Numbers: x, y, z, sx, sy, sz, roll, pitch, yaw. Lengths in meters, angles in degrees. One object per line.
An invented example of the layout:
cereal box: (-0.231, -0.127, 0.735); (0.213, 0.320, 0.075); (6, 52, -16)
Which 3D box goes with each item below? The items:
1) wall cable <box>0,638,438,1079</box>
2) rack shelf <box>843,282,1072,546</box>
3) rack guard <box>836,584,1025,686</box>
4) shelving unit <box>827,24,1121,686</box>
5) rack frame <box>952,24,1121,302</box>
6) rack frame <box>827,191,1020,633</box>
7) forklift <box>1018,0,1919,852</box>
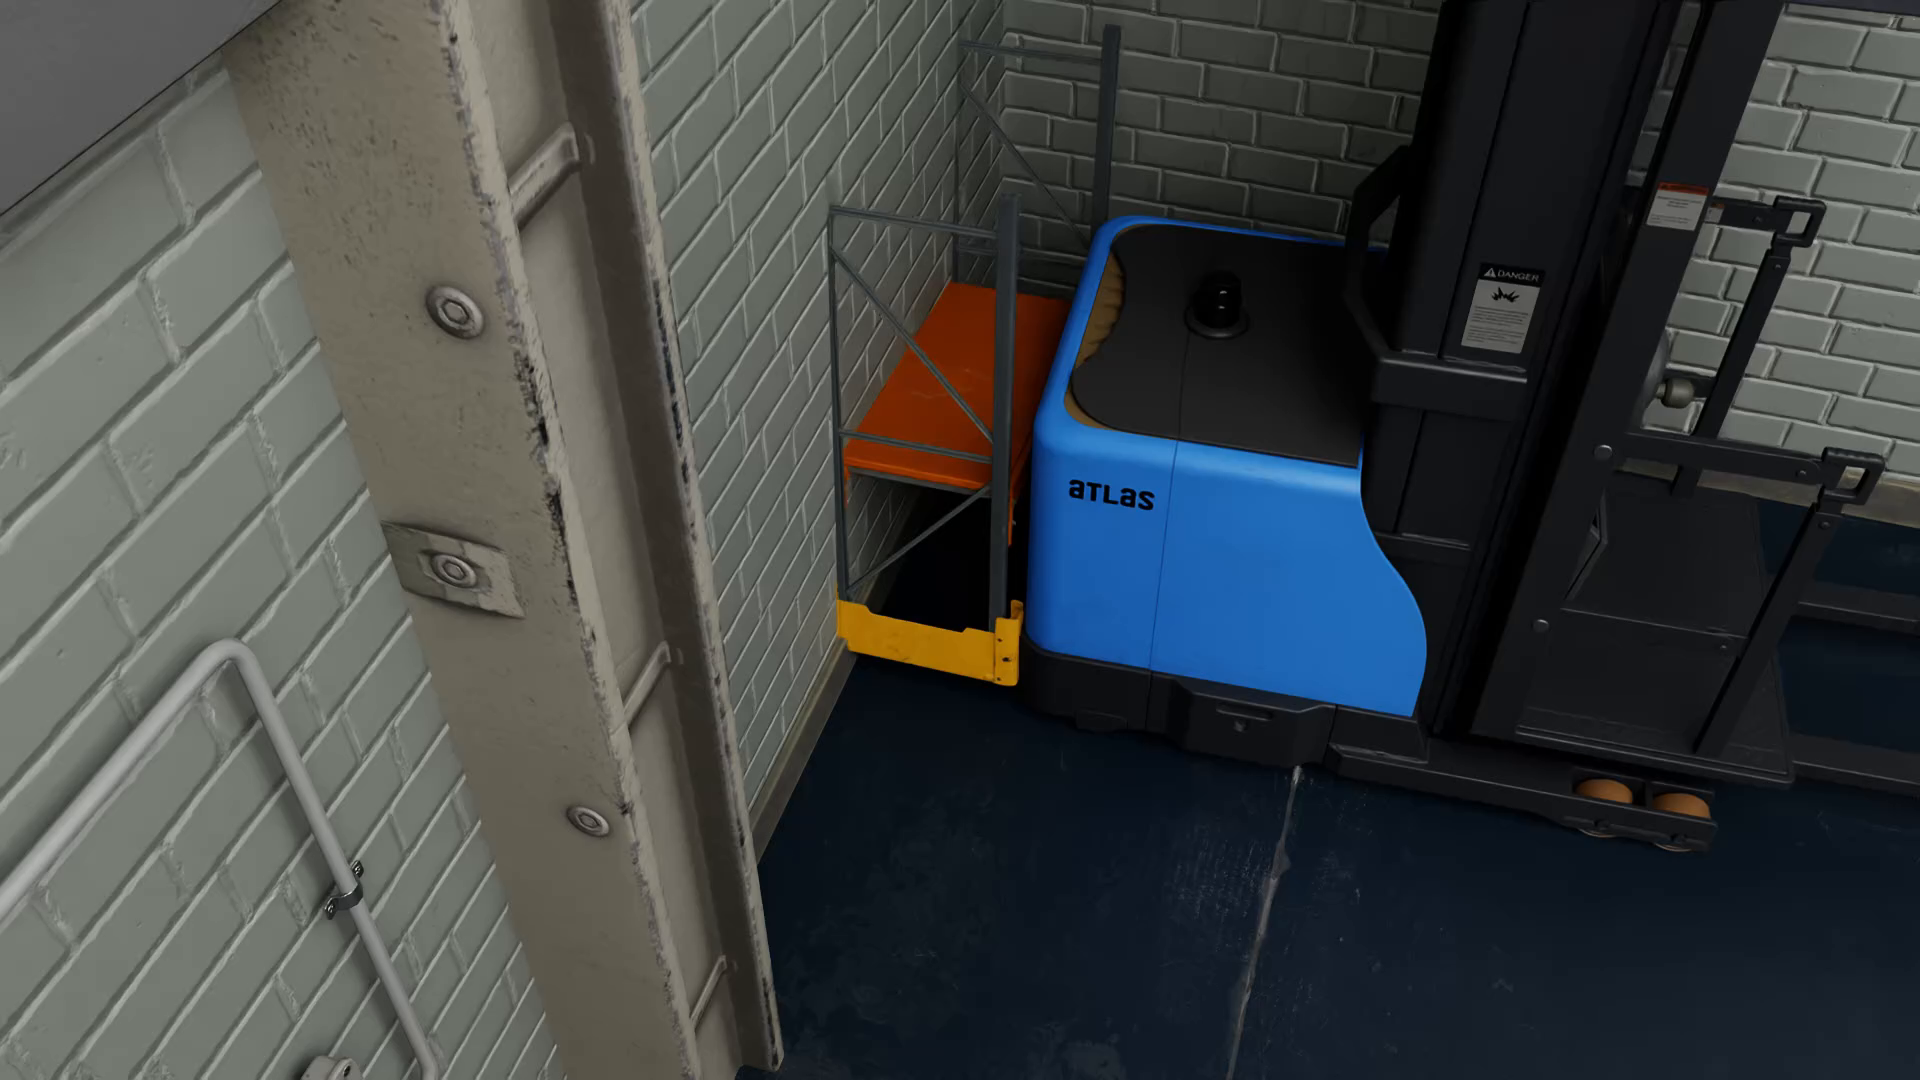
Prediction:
wall cable: (-1.133, 0.823, 1.538); (0.084, 1.984, 1.851); (13, 46, 13)
rack shelf: (0.036, -0.404, 4.757); (0.538, 0.185, 1.000); (11, 40, 13)
rack guard: (-0.111, 0.236, 4.675); (0.587, 0.250, 0.087); (11, 40, 13)
shelving unit: (0.040, -0.548, 4.650); (0.587, 1.500, 1.083); (11, 40, 13)
rack frame: (0.188, -0.849, 5.020); (0.500, 1.500, 0.032); (11, 40, 13)
rack frame: (-0.113, -0.237, 4.266); (0.500, 1.500, 0.032); (11, 40, 13)
forklift: (1.738, -0.635, 3.803); (3.031, 2.935, 1.130); (10, 45, 10)
